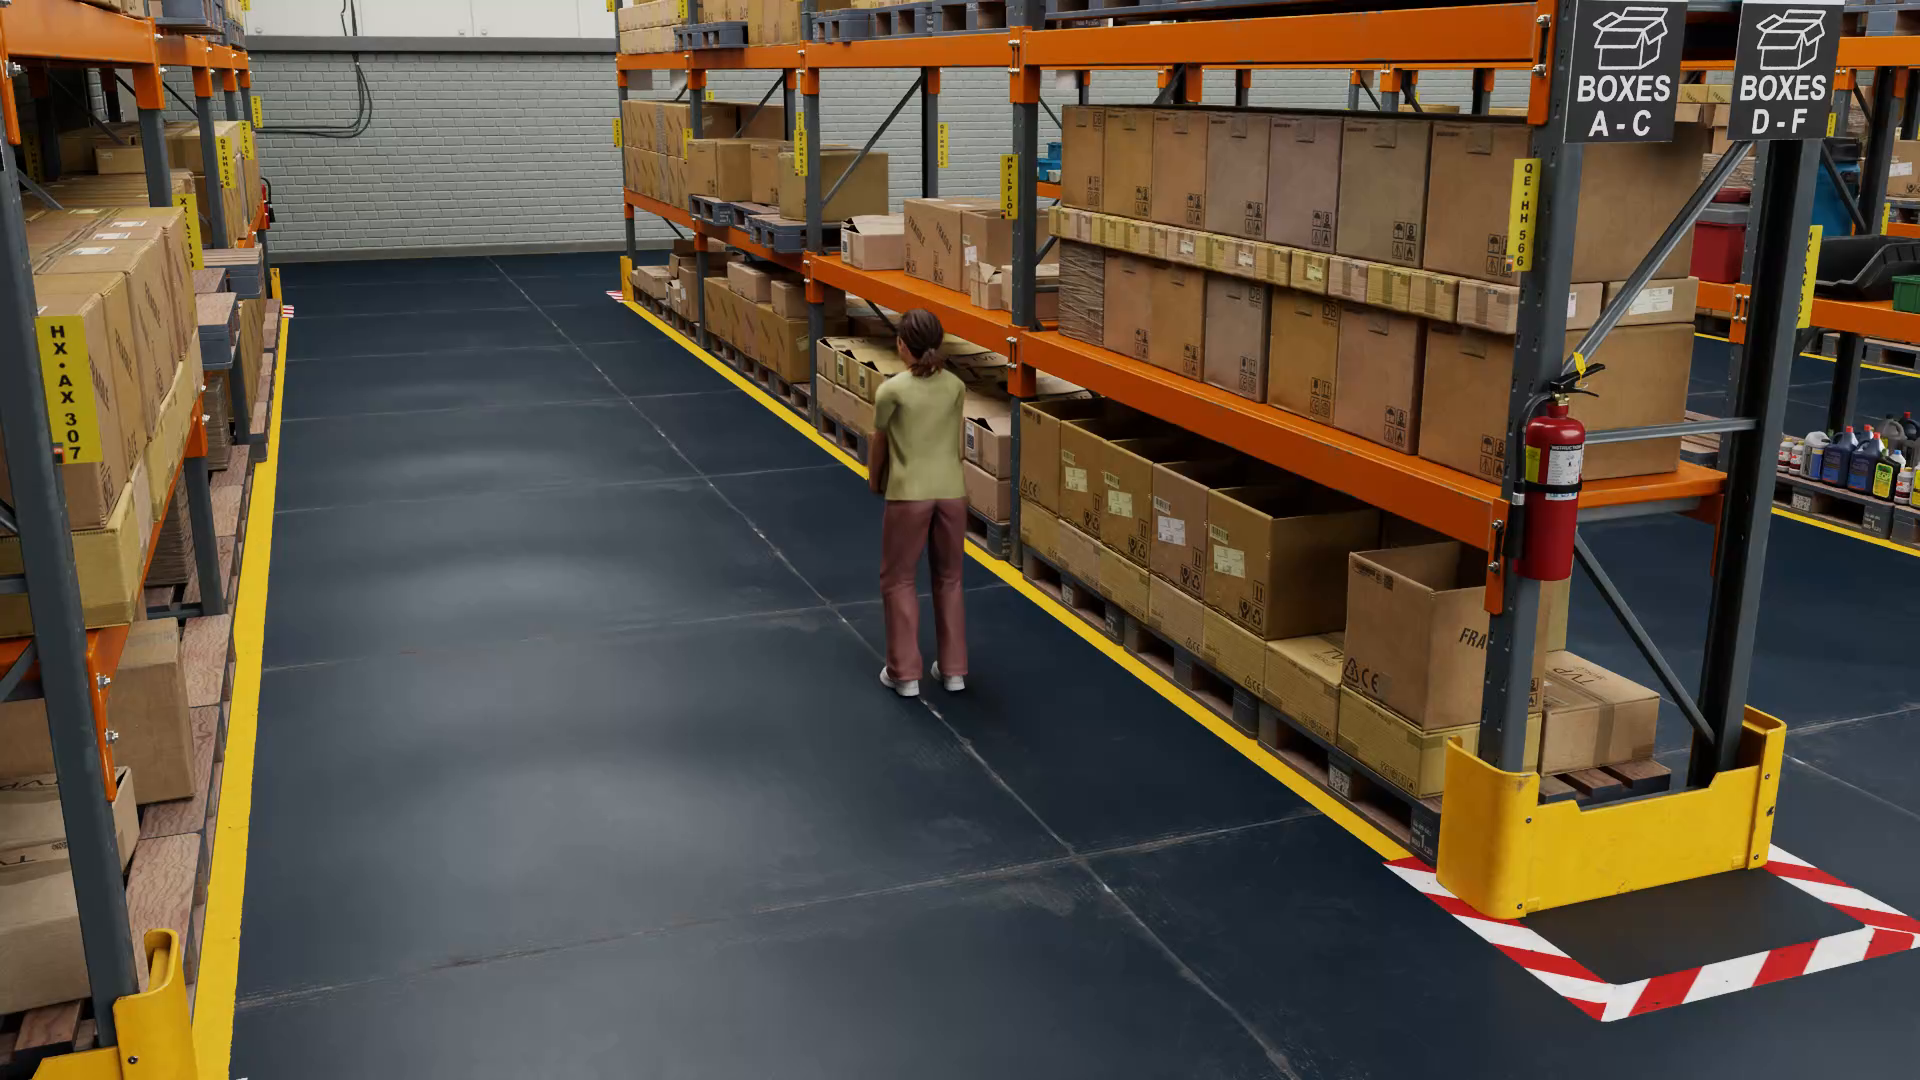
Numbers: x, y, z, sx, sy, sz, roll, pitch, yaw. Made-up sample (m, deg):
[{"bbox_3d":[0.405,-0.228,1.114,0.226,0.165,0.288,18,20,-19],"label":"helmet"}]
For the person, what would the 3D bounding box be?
[{"bbox_3d":[-0.190,-0.176,7.184,0.408,1.667,0.501,-6,17,-21],"label":"person"}]
